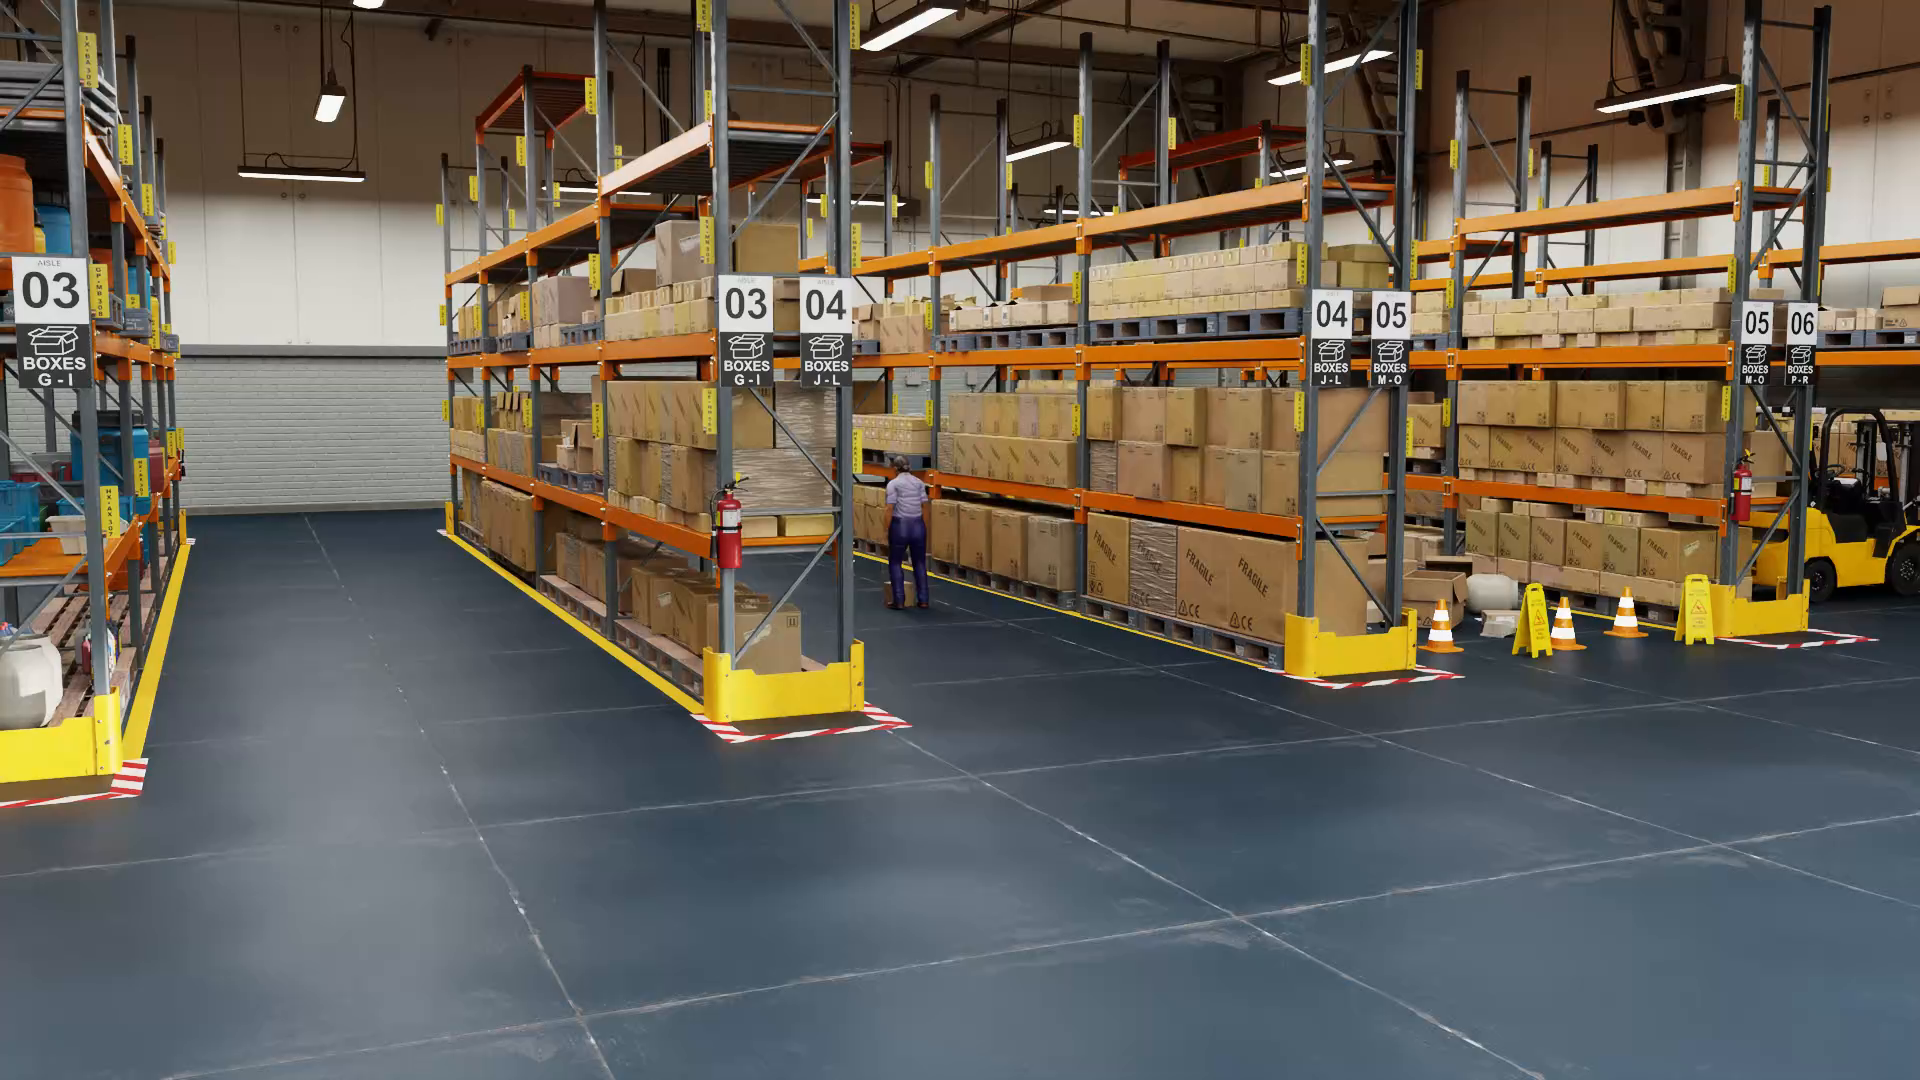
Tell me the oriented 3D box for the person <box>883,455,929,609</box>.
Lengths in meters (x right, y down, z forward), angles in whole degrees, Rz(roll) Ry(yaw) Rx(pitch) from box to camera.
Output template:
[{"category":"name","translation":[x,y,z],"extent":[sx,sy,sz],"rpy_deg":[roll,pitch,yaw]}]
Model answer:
[{"category":"person","translation":[-0.568,-0.077,17.921],"extent":[0.564,1.637,0.370],"rpy_deg":[-3,6,-27]}]
